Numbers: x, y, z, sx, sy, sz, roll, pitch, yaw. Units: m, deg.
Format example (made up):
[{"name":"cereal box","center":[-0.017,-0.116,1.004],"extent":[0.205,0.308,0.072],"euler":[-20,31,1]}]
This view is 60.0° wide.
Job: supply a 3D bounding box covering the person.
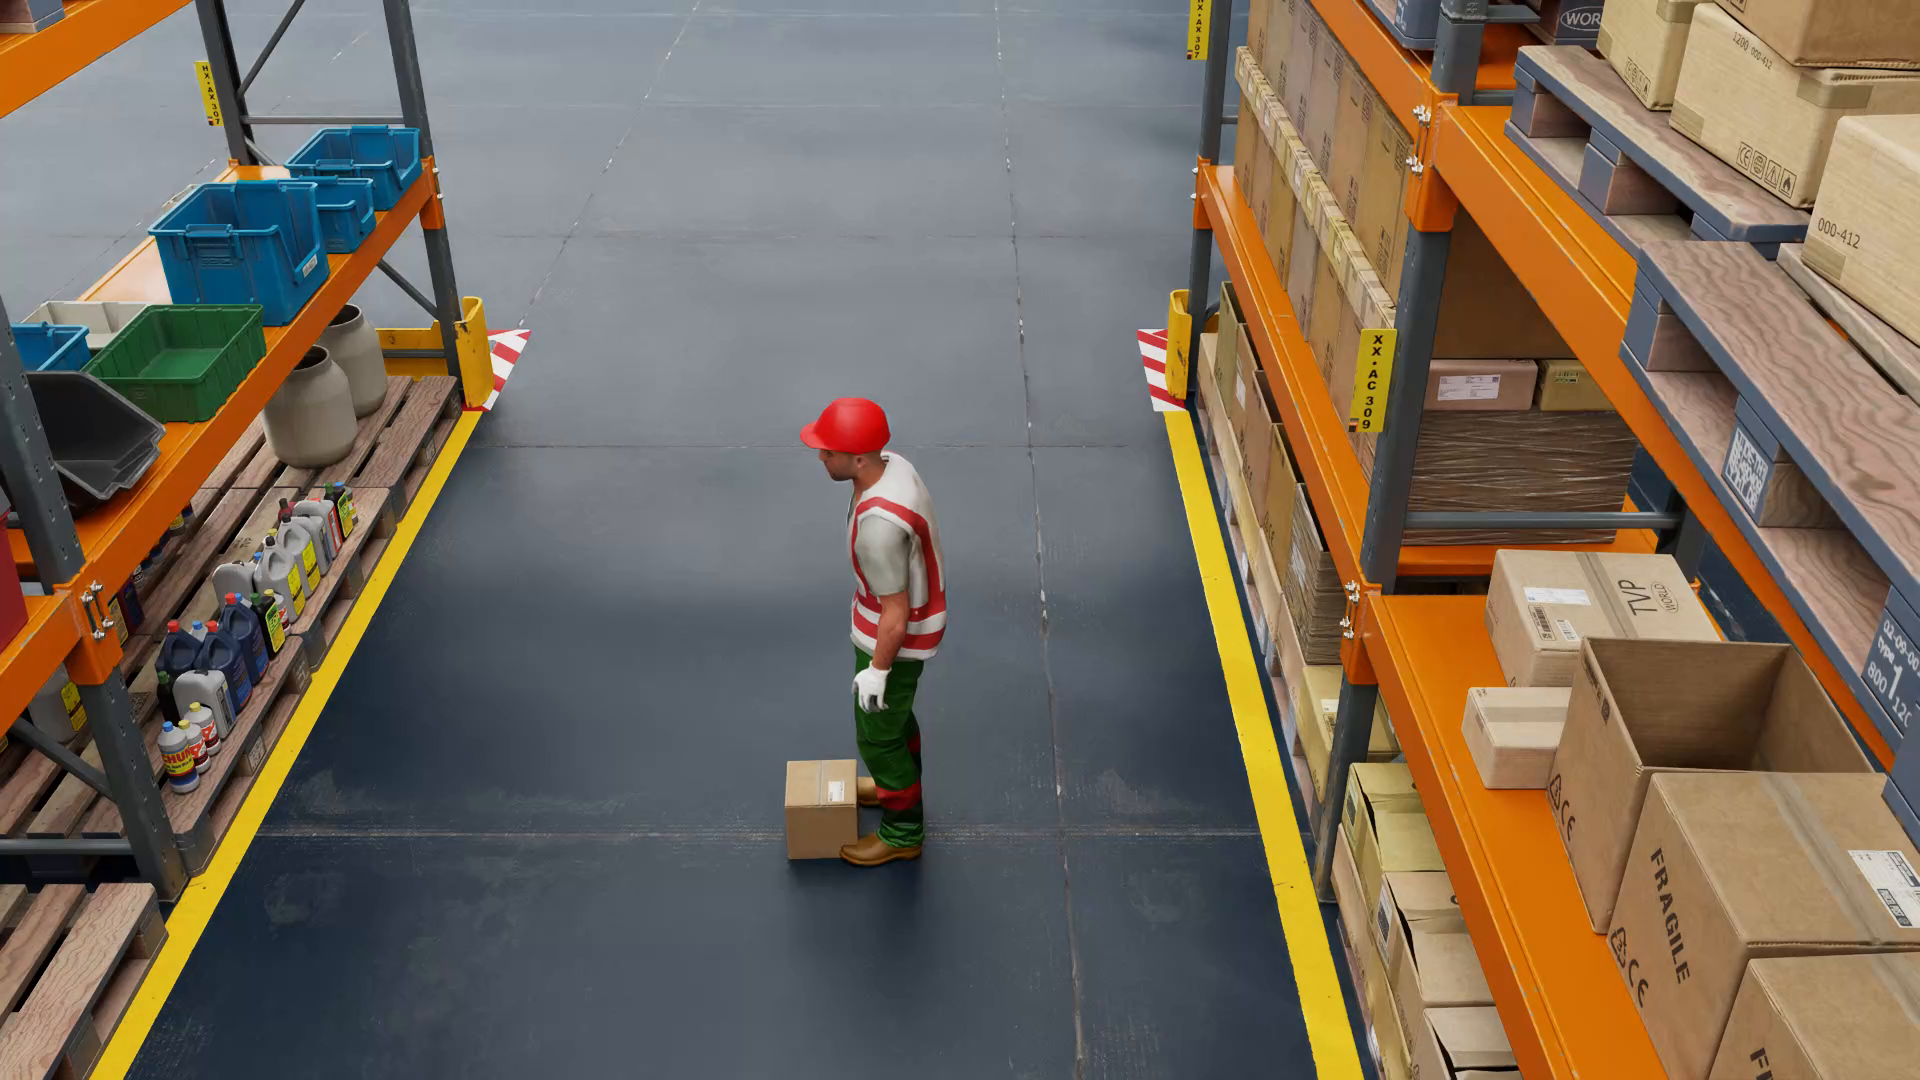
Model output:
[{"name":"person","center":[-0.273,0.309,5.610],"extent":[0.456,1.778,0.604],"euler":[-1,31,-1]}]
